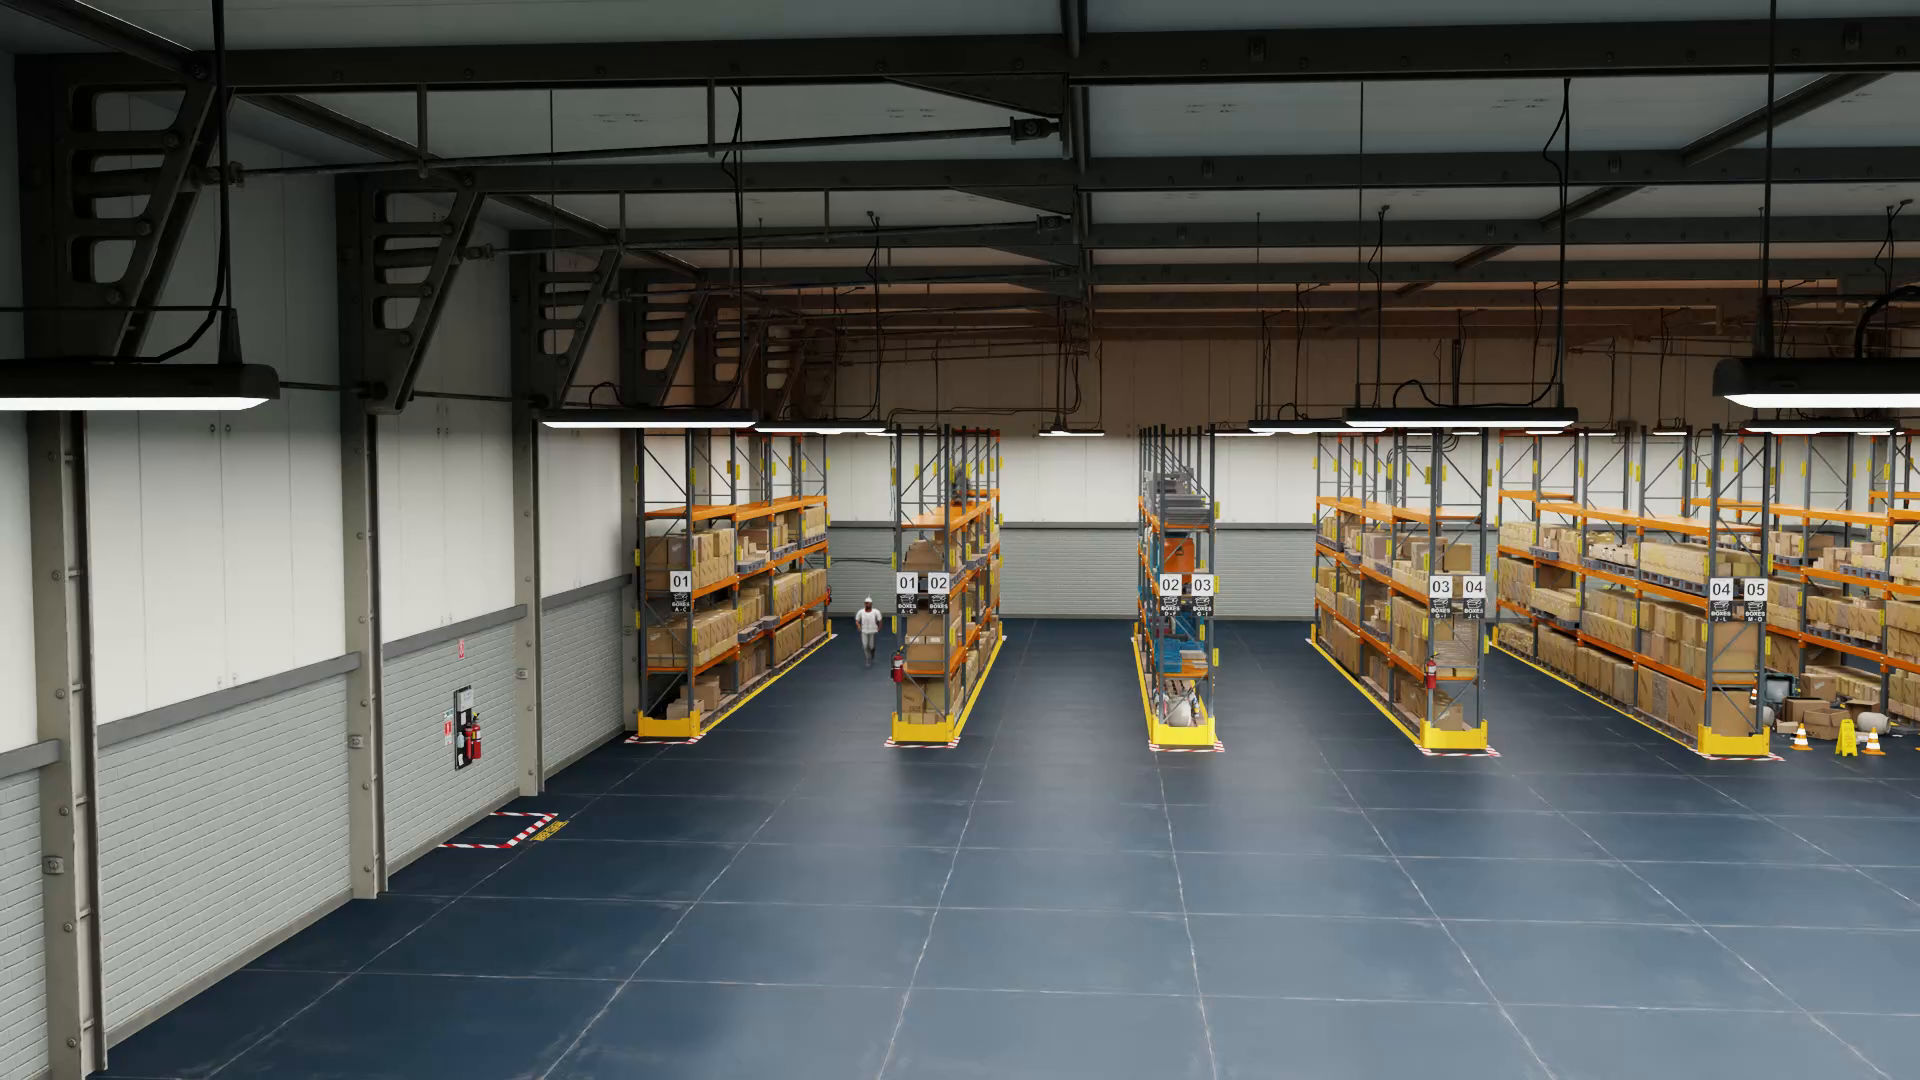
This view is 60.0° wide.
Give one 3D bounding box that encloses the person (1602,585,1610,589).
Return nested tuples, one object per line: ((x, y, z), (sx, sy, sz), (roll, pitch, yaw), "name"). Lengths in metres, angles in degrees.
((17.450, 2.122, 44.777), (0.621, 1.811, 0.827), (-1, 4, -10), "person")

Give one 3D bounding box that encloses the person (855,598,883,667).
((-2.307, 2.318, 41.938), (0.702, 1.726, 0.598), (0, 3, 3), "person")

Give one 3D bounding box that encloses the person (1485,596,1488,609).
((14.626, 2.054, 47.122), (0.581, 1.586, 0.624), (-1, 4, -14), "person")

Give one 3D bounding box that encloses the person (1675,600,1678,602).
((20.456, 2.022, 47.269), (0.545, 1.651, 0.609), (0, 4, -8), "person")
